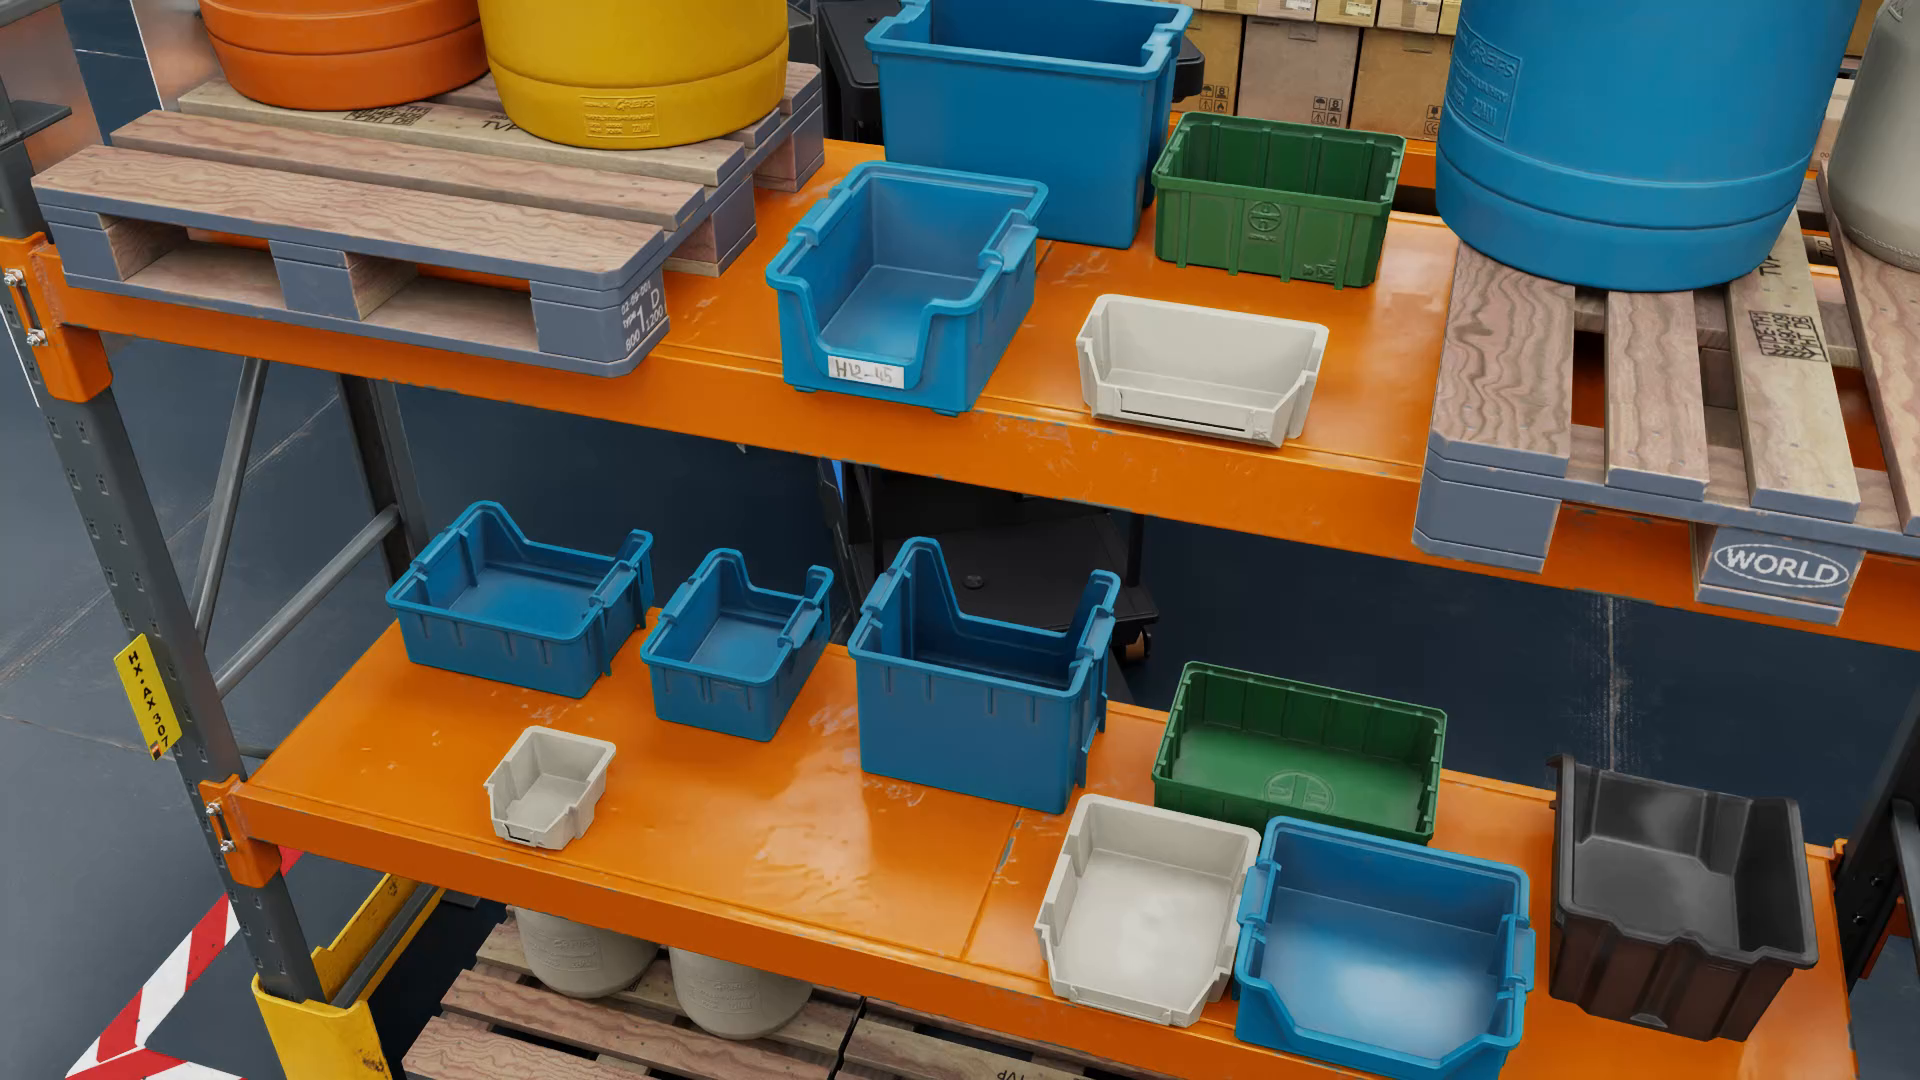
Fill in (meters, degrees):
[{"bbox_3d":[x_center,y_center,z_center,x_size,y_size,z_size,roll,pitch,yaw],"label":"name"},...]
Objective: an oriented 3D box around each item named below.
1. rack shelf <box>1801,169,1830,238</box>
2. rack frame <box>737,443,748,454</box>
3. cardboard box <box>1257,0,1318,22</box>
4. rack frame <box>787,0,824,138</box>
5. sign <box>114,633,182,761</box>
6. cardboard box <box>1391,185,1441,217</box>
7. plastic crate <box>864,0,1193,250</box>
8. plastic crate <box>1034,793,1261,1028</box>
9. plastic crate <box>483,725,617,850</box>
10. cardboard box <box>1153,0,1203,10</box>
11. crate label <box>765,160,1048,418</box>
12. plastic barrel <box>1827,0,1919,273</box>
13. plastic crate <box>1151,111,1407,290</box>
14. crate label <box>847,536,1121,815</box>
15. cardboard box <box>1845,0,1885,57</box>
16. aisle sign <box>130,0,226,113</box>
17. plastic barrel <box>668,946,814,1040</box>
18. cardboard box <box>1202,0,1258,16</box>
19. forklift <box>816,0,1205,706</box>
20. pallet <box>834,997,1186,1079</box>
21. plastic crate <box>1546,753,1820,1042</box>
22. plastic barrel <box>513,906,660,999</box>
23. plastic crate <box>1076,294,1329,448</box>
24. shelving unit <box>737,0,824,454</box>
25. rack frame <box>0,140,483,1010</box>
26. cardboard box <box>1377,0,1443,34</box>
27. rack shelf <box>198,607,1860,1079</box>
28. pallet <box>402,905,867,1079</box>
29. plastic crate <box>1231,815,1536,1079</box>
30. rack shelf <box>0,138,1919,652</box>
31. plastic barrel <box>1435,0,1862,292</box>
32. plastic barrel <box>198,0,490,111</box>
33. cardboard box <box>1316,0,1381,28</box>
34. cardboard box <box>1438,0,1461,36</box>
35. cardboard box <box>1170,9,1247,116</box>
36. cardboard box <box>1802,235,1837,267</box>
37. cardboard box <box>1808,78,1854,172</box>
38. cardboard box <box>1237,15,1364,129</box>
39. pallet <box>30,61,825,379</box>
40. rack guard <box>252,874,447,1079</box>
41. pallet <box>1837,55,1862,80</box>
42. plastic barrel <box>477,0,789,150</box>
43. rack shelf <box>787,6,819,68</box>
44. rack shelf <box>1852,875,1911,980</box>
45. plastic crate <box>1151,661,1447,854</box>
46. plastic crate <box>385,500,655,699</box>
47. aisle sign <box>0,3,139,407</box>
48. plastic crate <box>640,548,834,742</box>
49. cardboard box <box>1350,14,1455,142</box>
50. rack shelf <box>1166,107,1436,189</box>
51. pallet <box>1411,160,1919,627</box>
[{"bbox_3d":[5.438,-1.273,7.056,4.000,0.370,1.077,10,38,14],"label":"rack shelf"},{"bbox_3d":[-1.109,-1.348,7.311,0.015,2.100,0.400,-21,41,-26],"label":"rack frame"},{"bbox_3d":[1.488,-2.461,7.432,0.250,0.149,0.380,11,38,14],"label":"cardboard box"},{"bbox_3d":[-0.698,-1.505,7.523,0.015,2.100,0.400,-21,41,-26],"label":"rack frame"},{"bbox_3d":[-1.938,0.378,3.973,0.005,0.325,0.100,10,38,14],"label":"sign"},{"bbox_3d":[2.069,-1.420,7.981,0.500,0.500,0.500,10,38,14],"label":"cardboard box"},{"bbox_3d":[0.141,-0.856,3.366,0.575,0.384,0.392,10,38,14],"label":"plastic crate"},{"bbox_3d":[0.423,0.848,3.790,0.437,0.136,0.530,10,38,14],"label":"plastic crate"},{"bbox_3d":[-1.011,0.625,4.093,0.250,0.136,0.298,10,38,14],"label":"plastic crate"},{"bbox_3d":[1.007,-2.552,7.555,0.250,0.149,0.380,9,37,12],"label":"cardboard box"},{"bbox_3d":[-0.081,-0.452,2.928,0.408,0.251,0.502,10,38,14],"label":"crate label"},{"bbox_3d":[1.696,-0.724,2.724,0.421,0.512,0.421,0,36,0],"label":"plastic barrel"},{"bbox_3d":[0.624,-0.670,3.278,0.450,0.188,0.336,10,38,14],"label":"plastic crate"},{"bbox_3d":[0.068,0.337,4.232,0.616,0.435,0.502,10,38,14],"label":"crate label"},{"bbox_3d":[6.218,-3.707,11.493,0.500,0.500,0.700,10,37,13],"label":"cardboard box"},{"bbox_3d":[-1.750,-1.049,3.952,0.004,0.787,0.394,10,38,14],"label":"aisle sign"},{"bbox_3d":[-0.640,1.173,4.870,0.421,0.512,0.421,0,36,0],"label":"plastic barrel"},{"bbox_3d":[1.251,-2.507,7.494,0.250,0.149,0.380,10,38,13],"label":"cardboard box"},{"bbox_3d":[0.127,-0.819,5.890,1.130,2.935,3.031,-7,37,-9],"label":"forklift"},{"bbox_3d":[0.252,1.652,4.828,1.213,0.211,1.003,10,38,14],"label":"pallet"},{"bbox_3d":[1.587,0.746,3.758,0.504,0.338,0.767,10,38,14],"label":"plastic crate"},{"bbox_3d":[-1.118,1.085,4.990,0.421,0.512,0.421,0,36,0],"label":"plastic barrel"},{"bbox_3d":[0.396,-0.271,2.780,0.396,0.136,0.243,10,38,14],"label":"plastic crate"},{"bbox_3d":[-0.903,-1.427,7.417,0.503,2.100,0.431,-21,41,-26],"label":"shelving unit"},{"bbox_3d":[-1.769,0.179,4.477,0.127,3.000,1.000,10,38,14],"label":"rack frame"},{"bbox_3d":[1.994,-2.370,7.308,0.250,0.149,0.380,12,38,15],"label":"cardboard box"},{"bbox_3d":[0.140,0.822,4.210,4.000,0.370,1.077,10,38,14],"label":"rack shelf"},{"bbox_3d":[-0.909,1.435,5.122,1.213,0.211,1.003,10,38,14],"label":"pallet"},{"bbox_3d":[0.911,0.904,3.617,0.616,0.251,0.499,10,38,14],"label":"plastic crate"},{"bbox_3d":[0.140,-0.386,3.321,4.000,0.370,1.077,10,38,14],"label":"rack shelf"},{"bbox_3d":[1.131,-0.930,2.675,0.708,0.901,0.600,10,38,14],"label":"plastic barrel"},{"bbox_3d":[-1.268,-1.358,3.317,0.708,0.830,0.600,10,38,14],"label":"plastic barrel"},{"bbox_3d":[1.740,-2.415,7.369,0.250,0.149,0.380,12,38,15],"label":"cardboard box"},{"bbox_3d":[2.235,-2.326,7.248,0.250,0.149,0.380,10,38,14],"label":"cardboard box"},{"bbox_3d":[1.128,-2.393,7.886,0.500,0.500,0.700,11,38,14],"label":"cardboard box"},{"bbox_3d":[4.001,-1.295,7.971,0.500,0.311,0.500,10,38,14],"label":"cardboard box"},{"bbox_3d":[4.012,-1.794,7.283,0.500,0.250,0.500,13,38,17],"label":"cardboard box"},{"bbox_3d":[1.631,-2.302,7.762,0.500,0.500,0.700,12,38,15],"label":"cardboard box"},{"bbox_3d":[-1.009,-0.752,3.370,1.213,0.211,1.003,10,38,14],"label":"pallet"},{"bbox_3d":[-1.683,1.172,5.236,0.348,0.500,1.175,10,38,14],"label":"rack guard"},{"bbox_3d":[5.746,-3.460,11.773,1.213,0.211,1.003,10,38,14],"label":"pallet"},{"bbox_3d":[-0.643,-1.145,3.231,0.600,0.588,0.600,0,36,0],"label":"plastic barrel"},{"bbox_3d":[-0.904,-1.979,7.010,0.480,0.518,0.431,-21,41,-26],"label":"rack shelf"},{"bbox_3d":[3.958,1.529,3.249,4.000,0.370,1.077,10,38,14],"label":"rack shelf"},{"bbox_3d":[0.837,0.571,4.122,0.662,0.188,0.450,10,38,14],"label":"plastic crate"},{"bbox_3d":[-1.202,0.158,4.631,0.616,0.251,0.499,10,38,14],"label":"plastic crate"},{"bbox_3d":[-1.925,-0.715,3.498,0.004,0.787,0.394,10,38,14],"label":"aisle sign"},{"bbox_3d":[-0.584,0.276,4.470,0.408,0.251,0.499,10,38,14],"label":"plastic crate"},{"bbox_3d":[2.121,-2.212,7.640,0.500,0.500,0.700,11,38,15],"label":"cardboard box"},{"bbox_3d":[1.620,-1.980,8.017,4.000,0.370,1.077,10,38,14],"label":"rack shelf"},{"bbox_3d":[1.331,-0.319,2.781,1.003,0.211,1.213,10,38,14],"label":"pallet"}]
